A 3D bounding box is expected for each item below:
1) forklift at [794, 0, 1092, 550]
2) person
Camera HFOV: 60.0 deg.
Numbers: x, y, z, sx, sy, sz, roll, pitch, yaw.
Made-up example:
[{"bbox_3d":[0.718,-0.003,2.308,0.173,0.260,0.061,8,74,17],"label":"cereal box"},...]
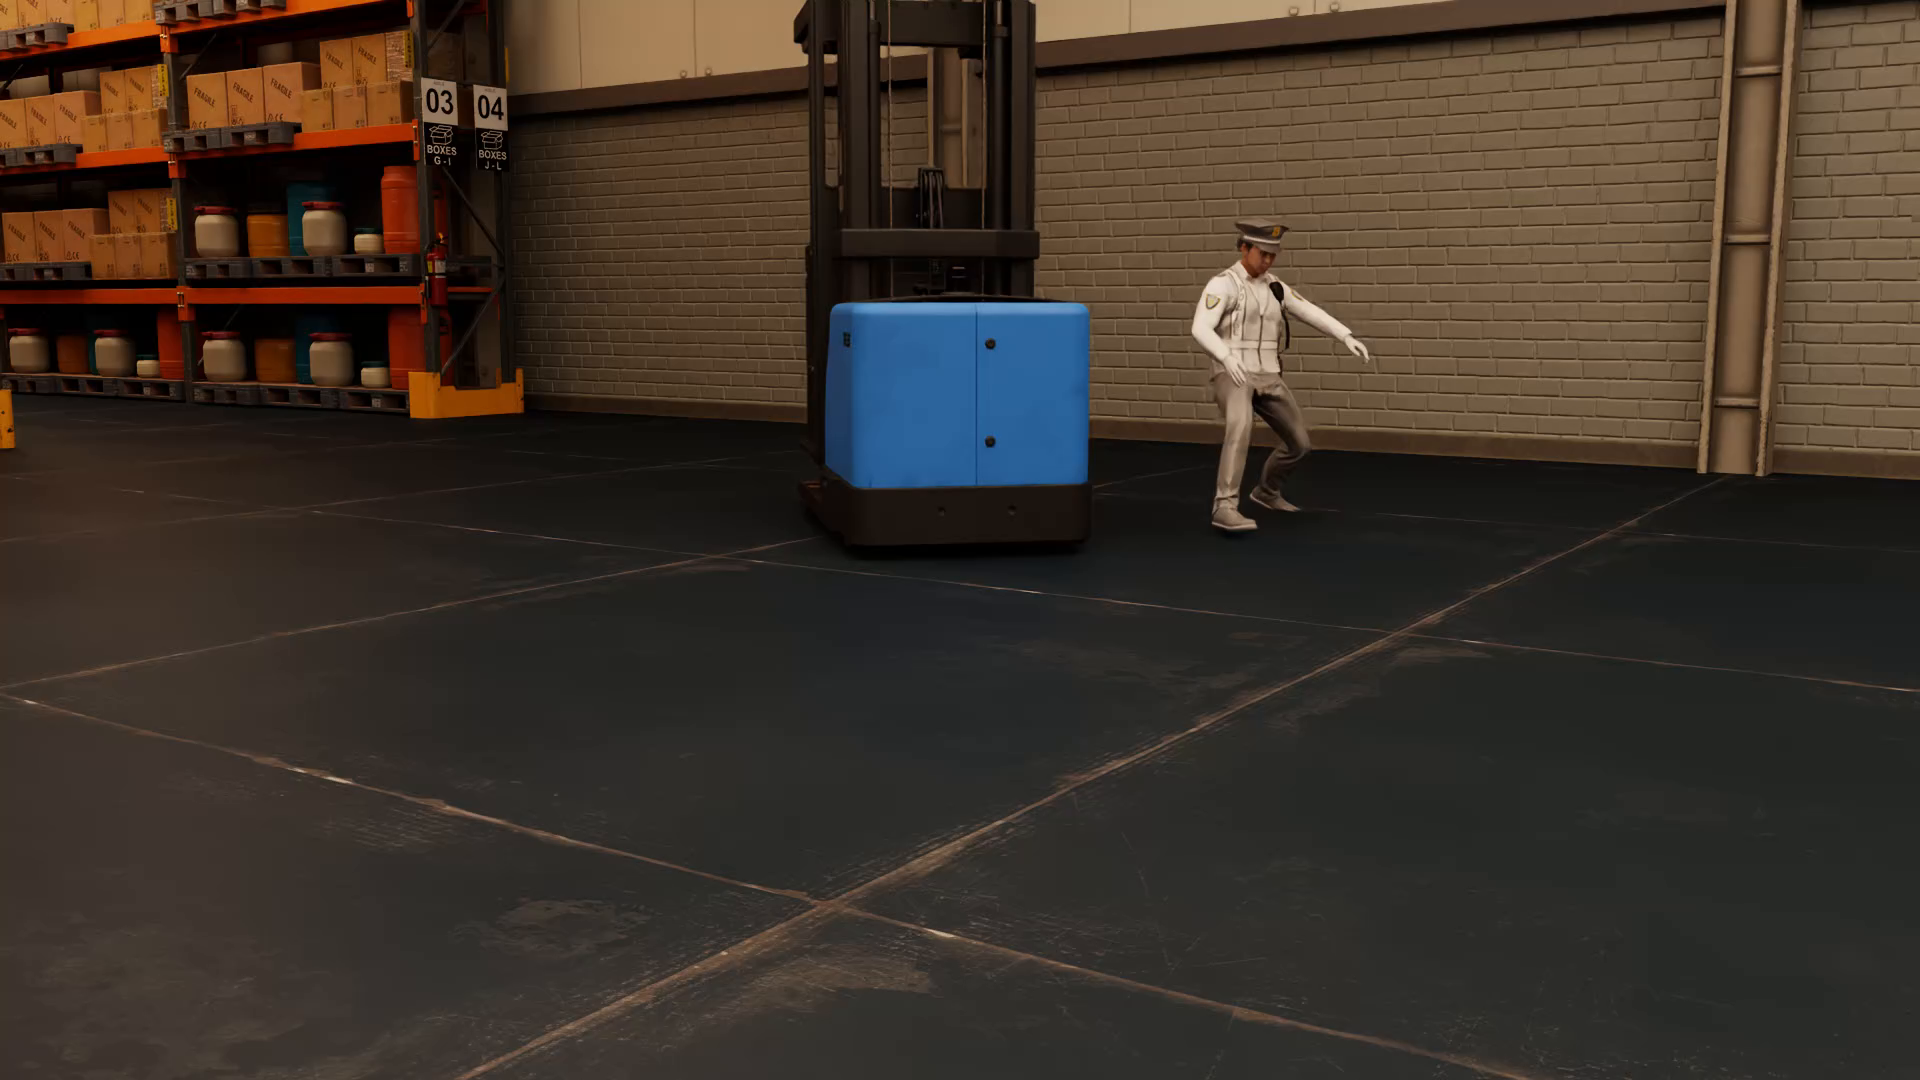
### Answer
[{"bbox_3d":[-0.229,-1.576,8.273,1.130,2.935,3.031,-2,8,-11],"label":"forklift"},{"bbox_3d":[1.496,-0.805,8.151,0.978,1.521,0.946,-4,9,-29],"label":"person"}]
